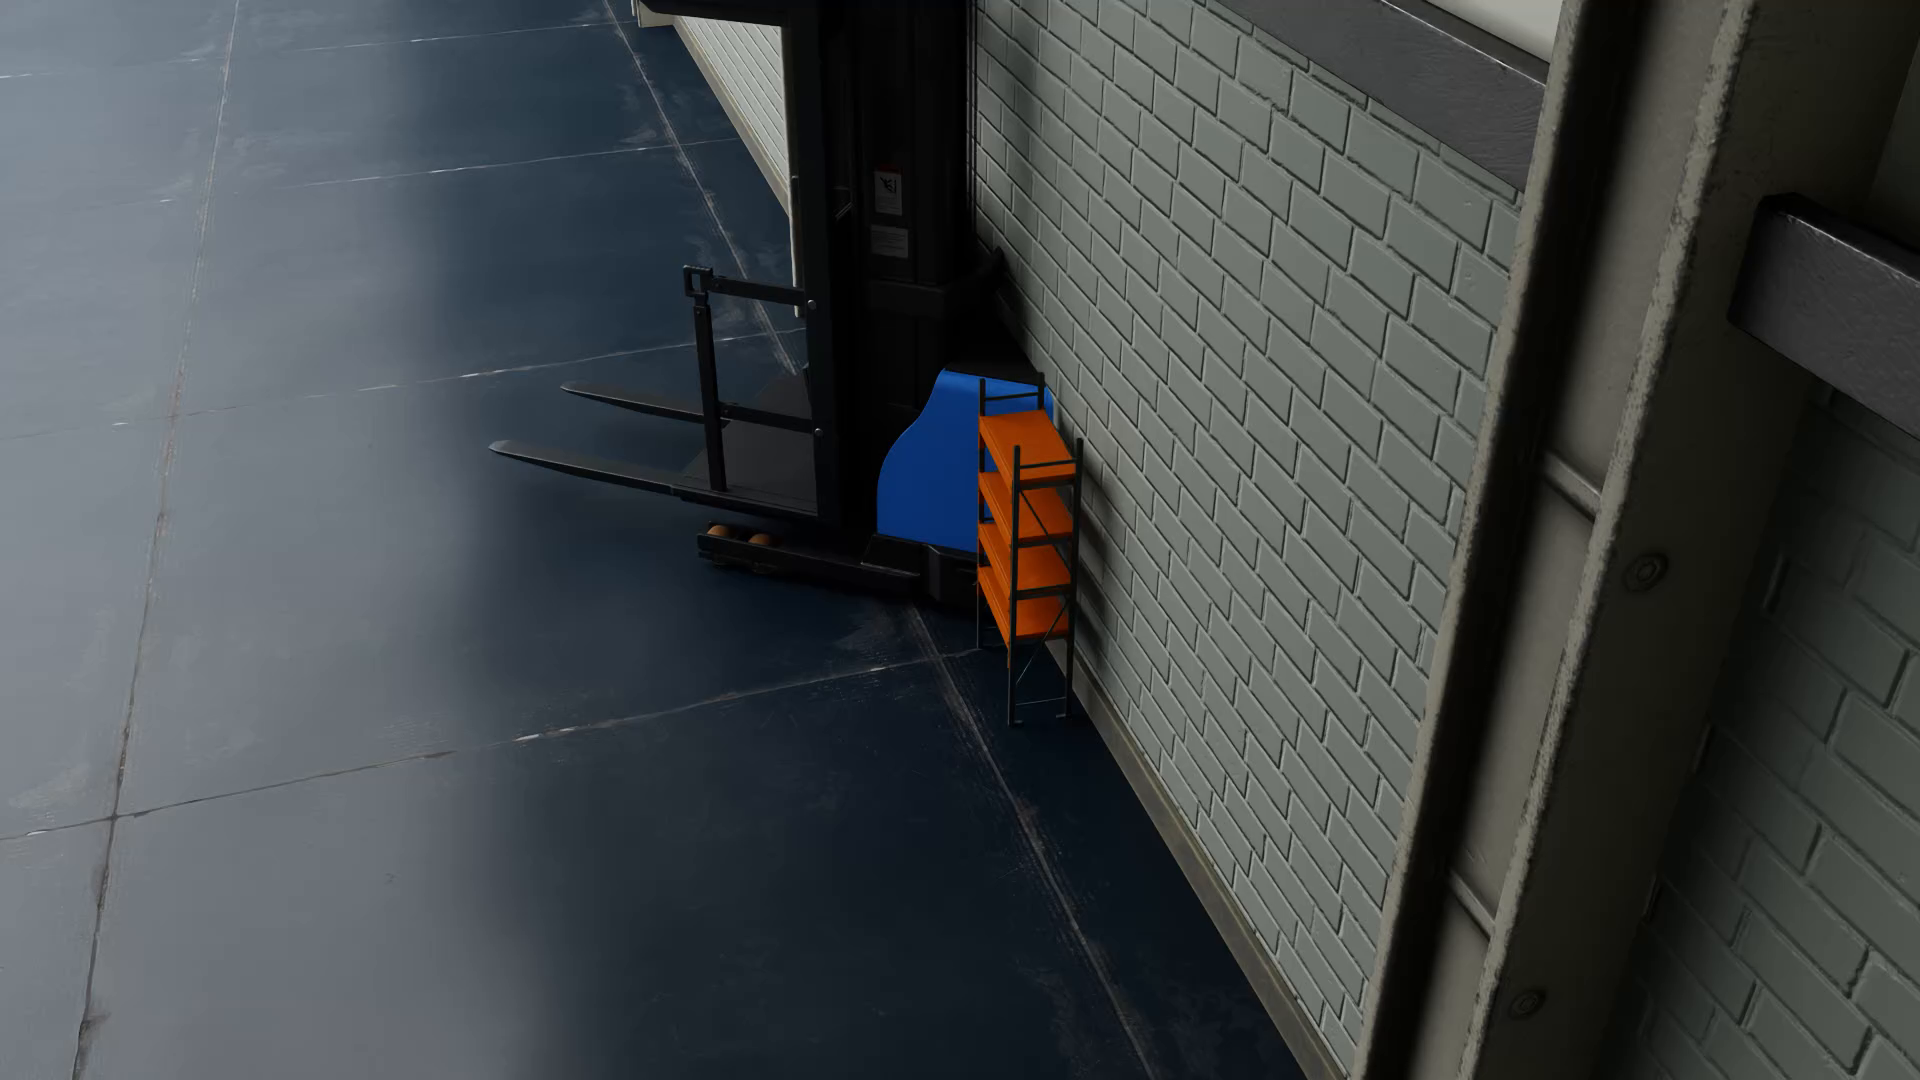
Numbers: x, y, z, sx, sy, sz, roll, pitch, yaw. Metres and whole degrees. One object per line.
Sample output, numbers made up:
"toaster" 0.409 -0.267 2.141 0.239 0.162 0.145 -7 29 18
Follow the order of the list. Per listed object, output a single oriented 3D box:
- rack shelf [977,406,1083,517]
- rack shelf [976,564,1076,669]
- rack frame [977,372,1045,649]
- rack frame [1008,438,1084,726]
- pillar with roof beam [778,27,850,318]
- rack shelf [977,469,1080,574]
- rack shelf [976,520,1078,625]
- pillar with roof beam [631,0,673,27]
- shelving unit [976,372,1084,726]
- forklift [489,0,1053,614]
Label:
"rack shelf" 0.242 -0.284 5.879 0.258 0.148 0.480 -7 34 -11
"rack shelf" 0.242 0.265 6.242 0.258 0.148 0.480 -7 34 -11
"rack frame" 0.186 -0.087 6.294 0.240 1.200 0.015 -7 34 -11
"rack frame" 0.297 0.175 5.897 0.240 1.200 0.015 -7 34 -11
"pillar with roof beam" -4.800 -4.197 5.440 9.100 9.000 0.400 -10 35 -15
"rack shelf" 0.242 -0.087 6.010 0.258 0.148 0.480 -7 34 -11
"rack shelf" 0.242 0.100 6.133 0.258 0.148 0.480 -7 34 -11
"pillar with roof beam" -6.630 -7.348 10.207 9.100 9.000 0.400 -10 35 -15
"shelving unit" 0.242 0.044 6.096 0.258 1.200 0.503 -7 34 -11
"forklift" -0.585 -1.340 6.619 3.031 2.935 1.130 11 35 17
